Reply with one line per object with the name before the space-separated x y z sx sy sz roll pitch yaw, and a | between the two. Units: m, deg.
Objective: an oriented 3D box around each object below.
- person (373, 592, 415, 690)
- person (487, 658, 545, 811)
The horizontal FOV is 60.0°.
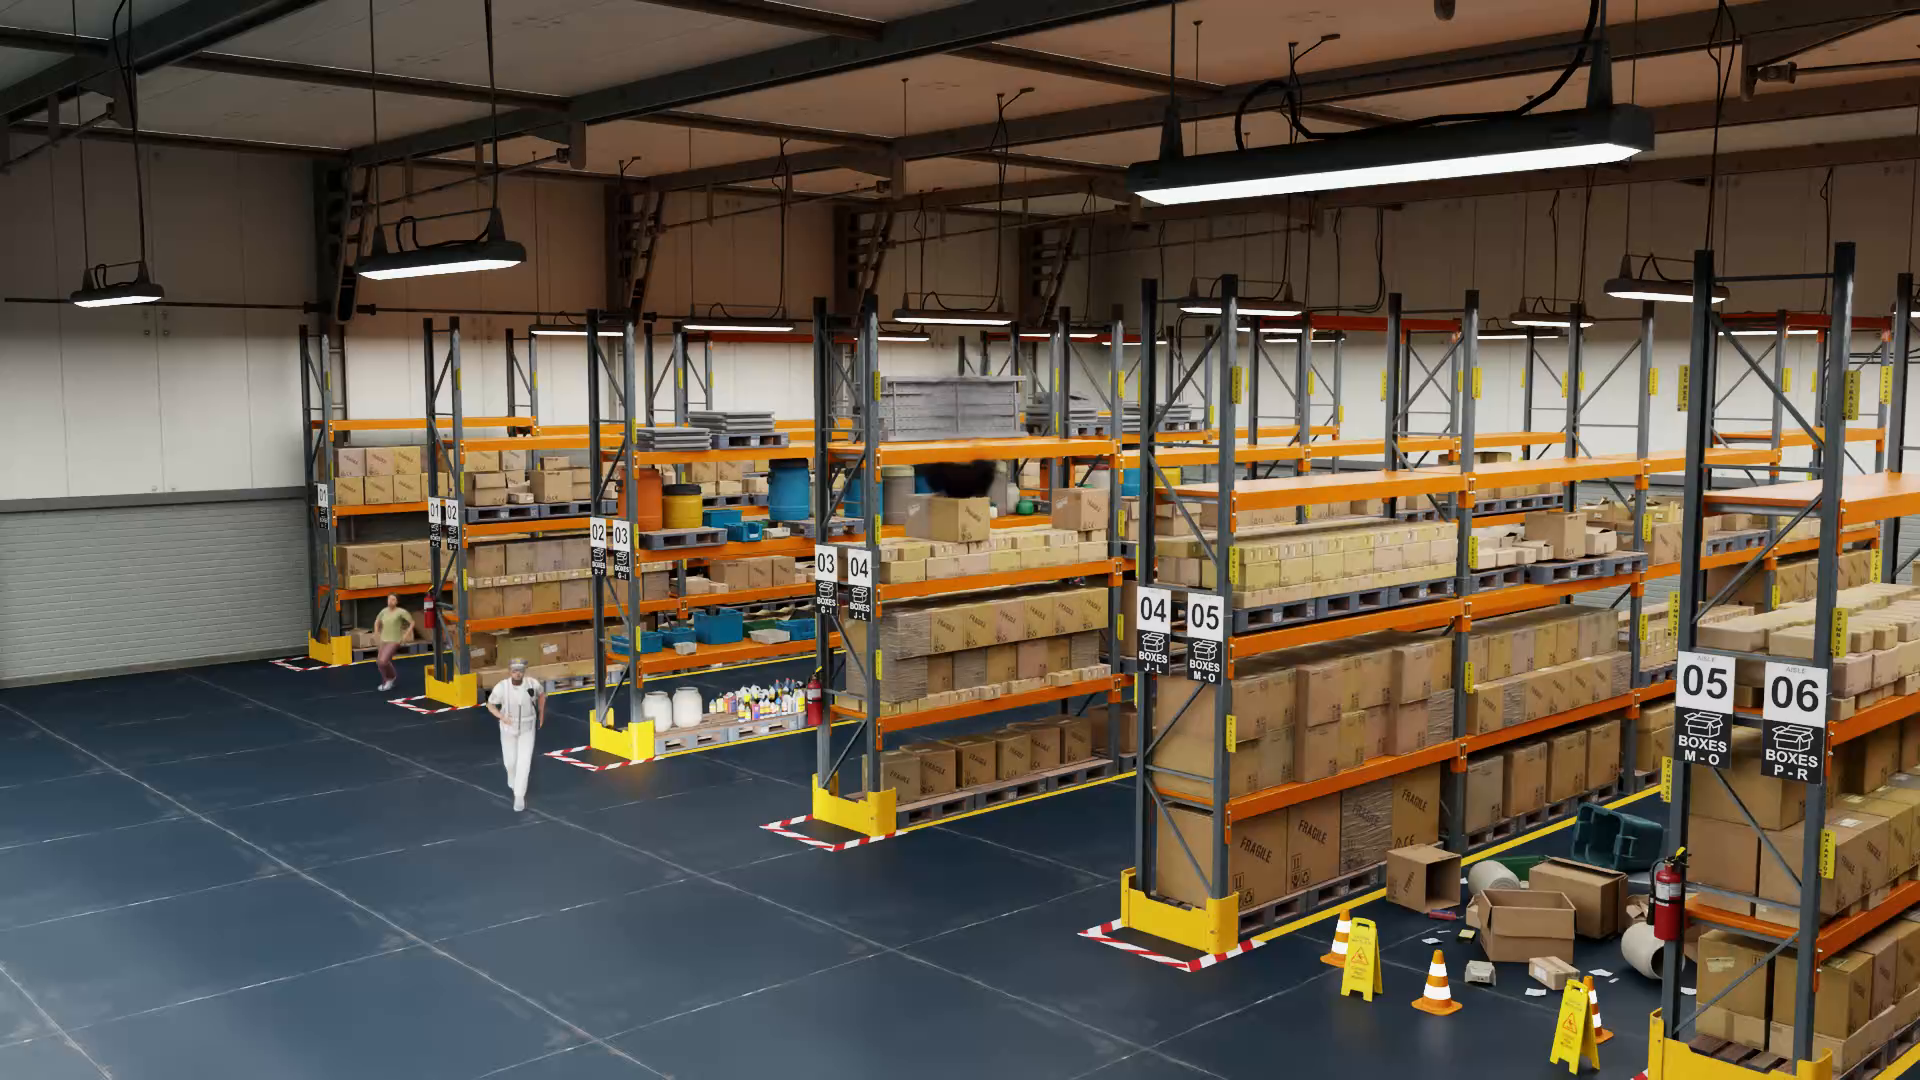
person | -9.197 1.644 26.868 0.638 1.617 0.583 2 6 18
person | -5.326 2.277 20.015 0.686 1.778 1.004 -2 6 -19
